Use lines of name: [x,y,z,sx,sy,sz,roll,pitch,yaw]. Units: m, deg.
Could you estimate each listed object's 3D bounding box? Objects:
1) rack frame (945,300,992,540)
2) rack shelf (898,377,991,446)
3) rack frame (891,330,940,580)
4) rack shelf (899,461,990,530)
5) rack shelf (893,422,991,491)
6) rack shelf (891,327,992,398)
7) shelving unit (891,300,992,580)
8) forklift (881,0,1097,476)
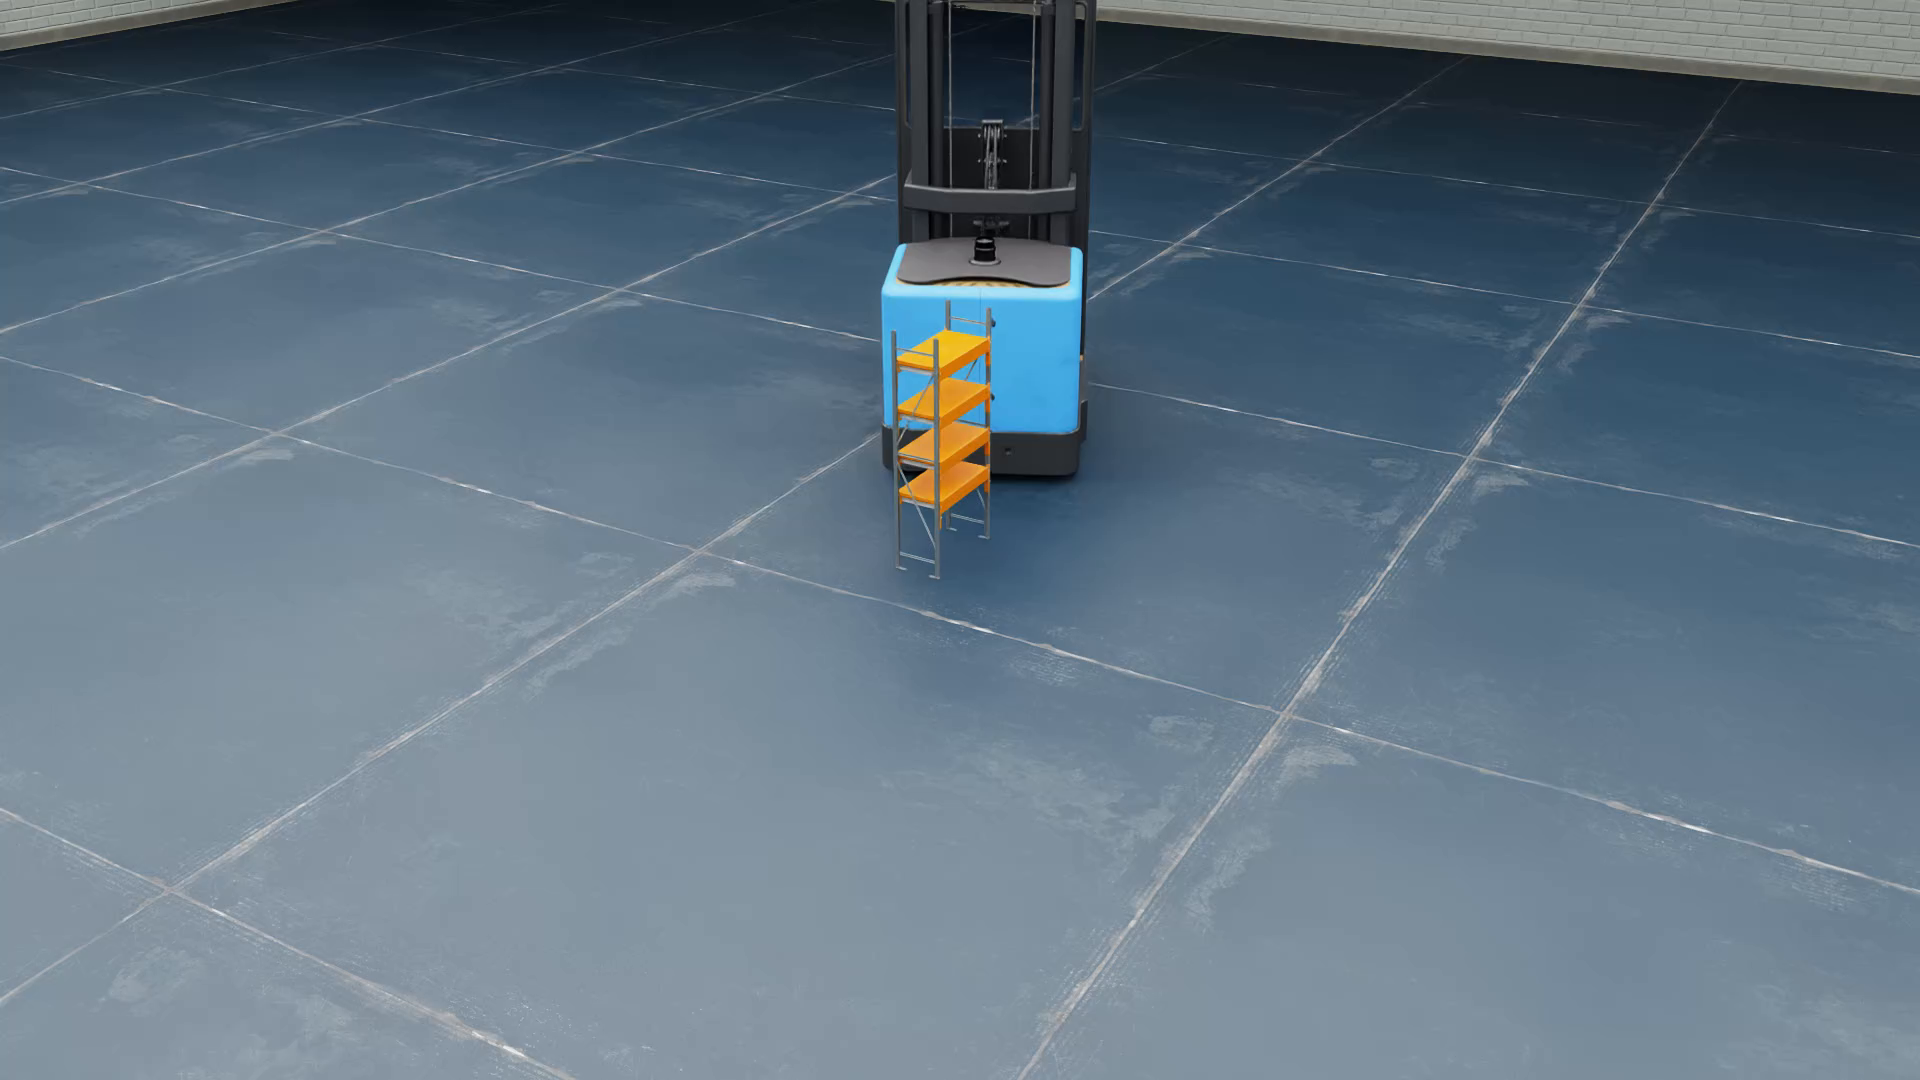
rack frame: [0.039,-0.567,8.043,0.240,1.200,0.015,14,30,26]
rack shelf: [-0.081,-0.612,7.783,0.258,0.148,0.480,14,30,26]
rack frame: [-0.201,-0.377,7.663,0.240,1.200,0.015,14,30,26]
rack shelf: [-0.081,-0.234,7.972,0.258,0.148,0.480,14,30,26]
rack shelf: [-0.081,-0.412,7.883,0.258,0.148,0.480,14,30,26]
rack shelf: [-0.081,-0.823,7.677,0.258,0.148,0.480,14,30,26]
shelving unit: [-0.081,-0.472,7.853,0.258,1.200,0.503,14,30,26]
forklift: [0.210,-2.275,9.520,1.130,2.935,3.031,2,27,4]
